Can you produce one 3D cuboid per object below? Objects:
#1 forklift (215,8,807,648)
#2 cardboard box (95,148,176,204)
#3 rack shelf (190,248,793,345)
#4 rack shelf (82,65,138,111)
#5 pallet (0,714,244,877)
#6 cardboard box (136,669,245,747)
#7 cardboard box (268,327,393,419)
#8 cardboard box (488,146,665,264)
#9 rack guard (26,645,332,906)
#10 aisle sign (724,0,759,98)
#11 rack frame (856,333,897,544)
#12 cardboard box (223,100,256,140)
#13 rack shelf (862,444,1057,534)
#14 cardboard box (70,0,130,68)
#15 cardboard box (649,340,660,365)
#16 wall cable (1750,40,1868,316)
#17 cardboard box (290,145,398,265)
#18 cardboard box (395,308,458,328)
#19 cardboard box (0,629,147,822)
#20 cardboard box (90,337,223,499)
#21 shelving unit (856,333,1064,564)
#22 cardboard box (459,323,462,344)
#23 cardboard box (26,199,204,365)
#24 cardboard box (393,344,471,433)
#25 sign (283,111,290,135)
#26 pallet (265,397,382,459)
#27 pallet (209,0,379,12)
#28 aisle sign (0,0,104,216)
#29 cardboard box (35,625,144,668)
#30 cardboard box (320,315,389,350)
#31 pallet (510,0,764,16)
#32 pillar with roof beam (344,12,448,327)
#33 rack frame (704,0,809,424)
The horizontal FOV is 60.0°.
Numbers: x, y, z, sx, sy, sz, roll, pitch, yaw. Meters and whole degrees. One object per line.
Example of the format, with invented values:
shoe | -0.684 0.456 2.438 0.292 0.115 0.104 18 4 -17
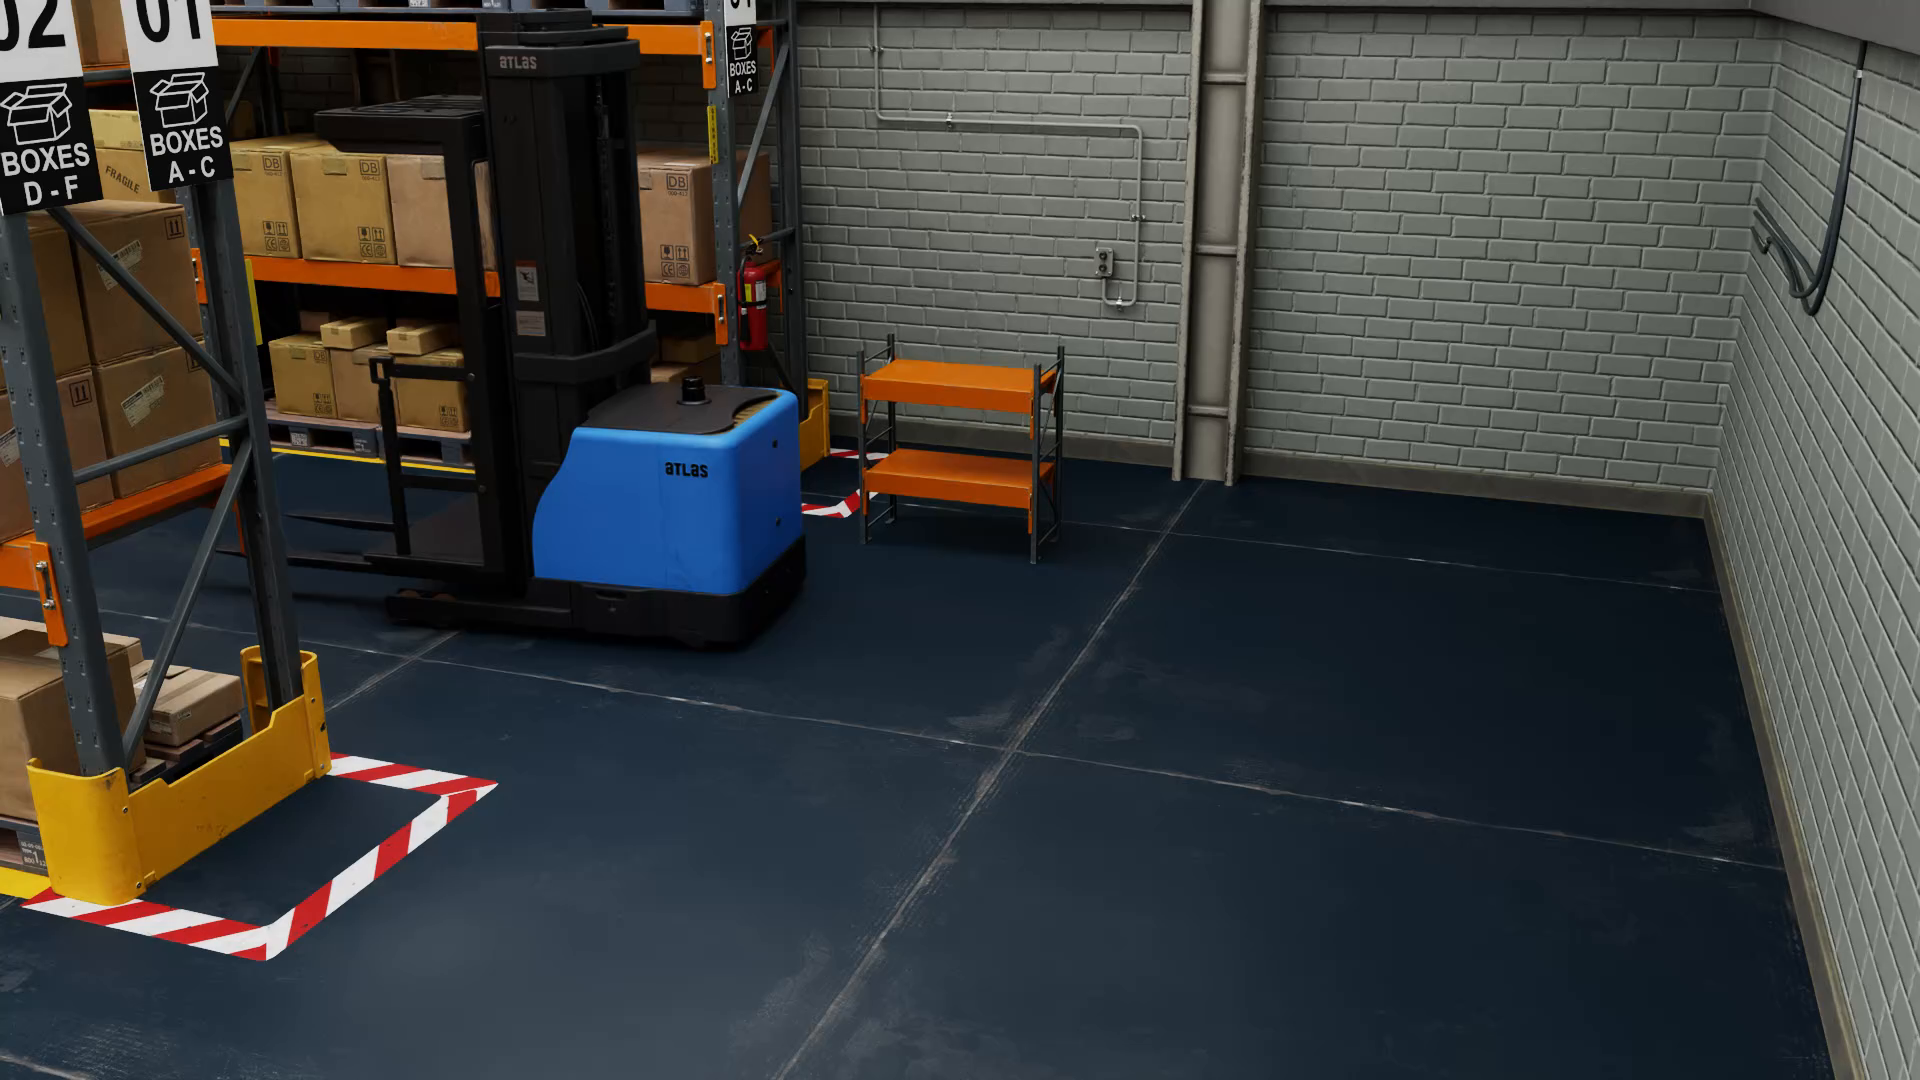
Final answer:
forklift | -2.388 -1.108 8.303 3.031 2.935 1.130 5 20 13
cardboard box | -5.533 -2.451 11.418 0.500 0.500 0.500 6 20 17
rack shelf | -3.125 -1.727 11.067 4.000 0.370 1.077 7 20 18
rack shelf | -4.747 -1.603 6.153 4.000 0.370 1.077 7 20 18
pallet | -3.683 0.913 6.638 1.213 0.211 1.003 7 20 18
cardboard box | -3.141 0.676 6.742 0.250 0.149 0.380 7 20 18
cardboard box | -4.342 -1.188 11.587 0.500 0.500 0.700 7 20 19
cardboard box | -2.412 -2.120 10.644 0.700 0.700 0.980 6 20 18
rack guard | -2.930 0.862 6.344 0.348 0.500 1.175 7 20 18
aisle sign | -1.266 -2.977 9.611 0.004 0.787 0.394 7 20 18
rack frame | -0.474 -0.585 9.547 0.032 1.125 0.500 7 20 18
cardboard box | -5.363 -2.965 11.751 0.500 0.250 0.500 7 20 20
rack shelf | 0.006 -0.300 9.469 1.000 0.278 0.538 7 20 18
cardboard box | -3.260 -1.790 5.826 0.500 0.250 0.500 7 20 18
cardboard box | -2.111 -1.177 10.569 0.250 0.149 0.380 6 20 17
wall cable | 3.990 -2.495 7.781 0.112 2.526 3.097 7 20 18
cardboard box | -3.820 -2.280 11.105 0.700 0.700 0.980 6 20 17
cardboard box | -3.666 -1.487 11.460 0.250 0.149 0.380 6 20 16
cardboard box | -3.452 0.680 6.197 0.500 0.500 0.500 7 20 18
cardboard box | -3.191 -0.487 6.265 0.500 0.500 0.500 7 20 19
shelving unit | 0.006 -0.530 9.389 1.048 1.125 0.538 7 20 18
cardboard box | -3.183 -1.432 11.302 0.250 0.149 0.380 6 20 17
cardboard box | -3.191 -0.959 6.101 0.500 0.500 0.500 7 20 20
cardboard box | -3.384 -1.077 11.268 0.500 0.500 0.700 7 20 19
sign | -4.834 -2.902 11.908 0.005 0.325 0.100 7 20 18
pallet | -4.322 -0.860 11.722 1.213 0.211 1.003 7 20 18
pallet | -4.245 -3.566 10.826 1.213 0.211 1.003 7 20 18
aisle sign | -2.894 -1.435 5.187 0.004 0.787 0.394 7 20 18
cardboard box | -3.751 0.580 6.866 0.500 0.250 0.500 7 20 18
cardboard box | -4.078 -1.401 11.212 0.250 0.149 0.380 7 20 20
pallet | -1.940 -3.302 10.070 1.213 0.211 1.003 7 20 18
pillar with roof beam | -5.482 -3.971 7.295 0.400 9.000 9.100 7 20 18
rack frame | -1.236 -1.851 10.329 0.127 3.000 1.000 7 20 18
